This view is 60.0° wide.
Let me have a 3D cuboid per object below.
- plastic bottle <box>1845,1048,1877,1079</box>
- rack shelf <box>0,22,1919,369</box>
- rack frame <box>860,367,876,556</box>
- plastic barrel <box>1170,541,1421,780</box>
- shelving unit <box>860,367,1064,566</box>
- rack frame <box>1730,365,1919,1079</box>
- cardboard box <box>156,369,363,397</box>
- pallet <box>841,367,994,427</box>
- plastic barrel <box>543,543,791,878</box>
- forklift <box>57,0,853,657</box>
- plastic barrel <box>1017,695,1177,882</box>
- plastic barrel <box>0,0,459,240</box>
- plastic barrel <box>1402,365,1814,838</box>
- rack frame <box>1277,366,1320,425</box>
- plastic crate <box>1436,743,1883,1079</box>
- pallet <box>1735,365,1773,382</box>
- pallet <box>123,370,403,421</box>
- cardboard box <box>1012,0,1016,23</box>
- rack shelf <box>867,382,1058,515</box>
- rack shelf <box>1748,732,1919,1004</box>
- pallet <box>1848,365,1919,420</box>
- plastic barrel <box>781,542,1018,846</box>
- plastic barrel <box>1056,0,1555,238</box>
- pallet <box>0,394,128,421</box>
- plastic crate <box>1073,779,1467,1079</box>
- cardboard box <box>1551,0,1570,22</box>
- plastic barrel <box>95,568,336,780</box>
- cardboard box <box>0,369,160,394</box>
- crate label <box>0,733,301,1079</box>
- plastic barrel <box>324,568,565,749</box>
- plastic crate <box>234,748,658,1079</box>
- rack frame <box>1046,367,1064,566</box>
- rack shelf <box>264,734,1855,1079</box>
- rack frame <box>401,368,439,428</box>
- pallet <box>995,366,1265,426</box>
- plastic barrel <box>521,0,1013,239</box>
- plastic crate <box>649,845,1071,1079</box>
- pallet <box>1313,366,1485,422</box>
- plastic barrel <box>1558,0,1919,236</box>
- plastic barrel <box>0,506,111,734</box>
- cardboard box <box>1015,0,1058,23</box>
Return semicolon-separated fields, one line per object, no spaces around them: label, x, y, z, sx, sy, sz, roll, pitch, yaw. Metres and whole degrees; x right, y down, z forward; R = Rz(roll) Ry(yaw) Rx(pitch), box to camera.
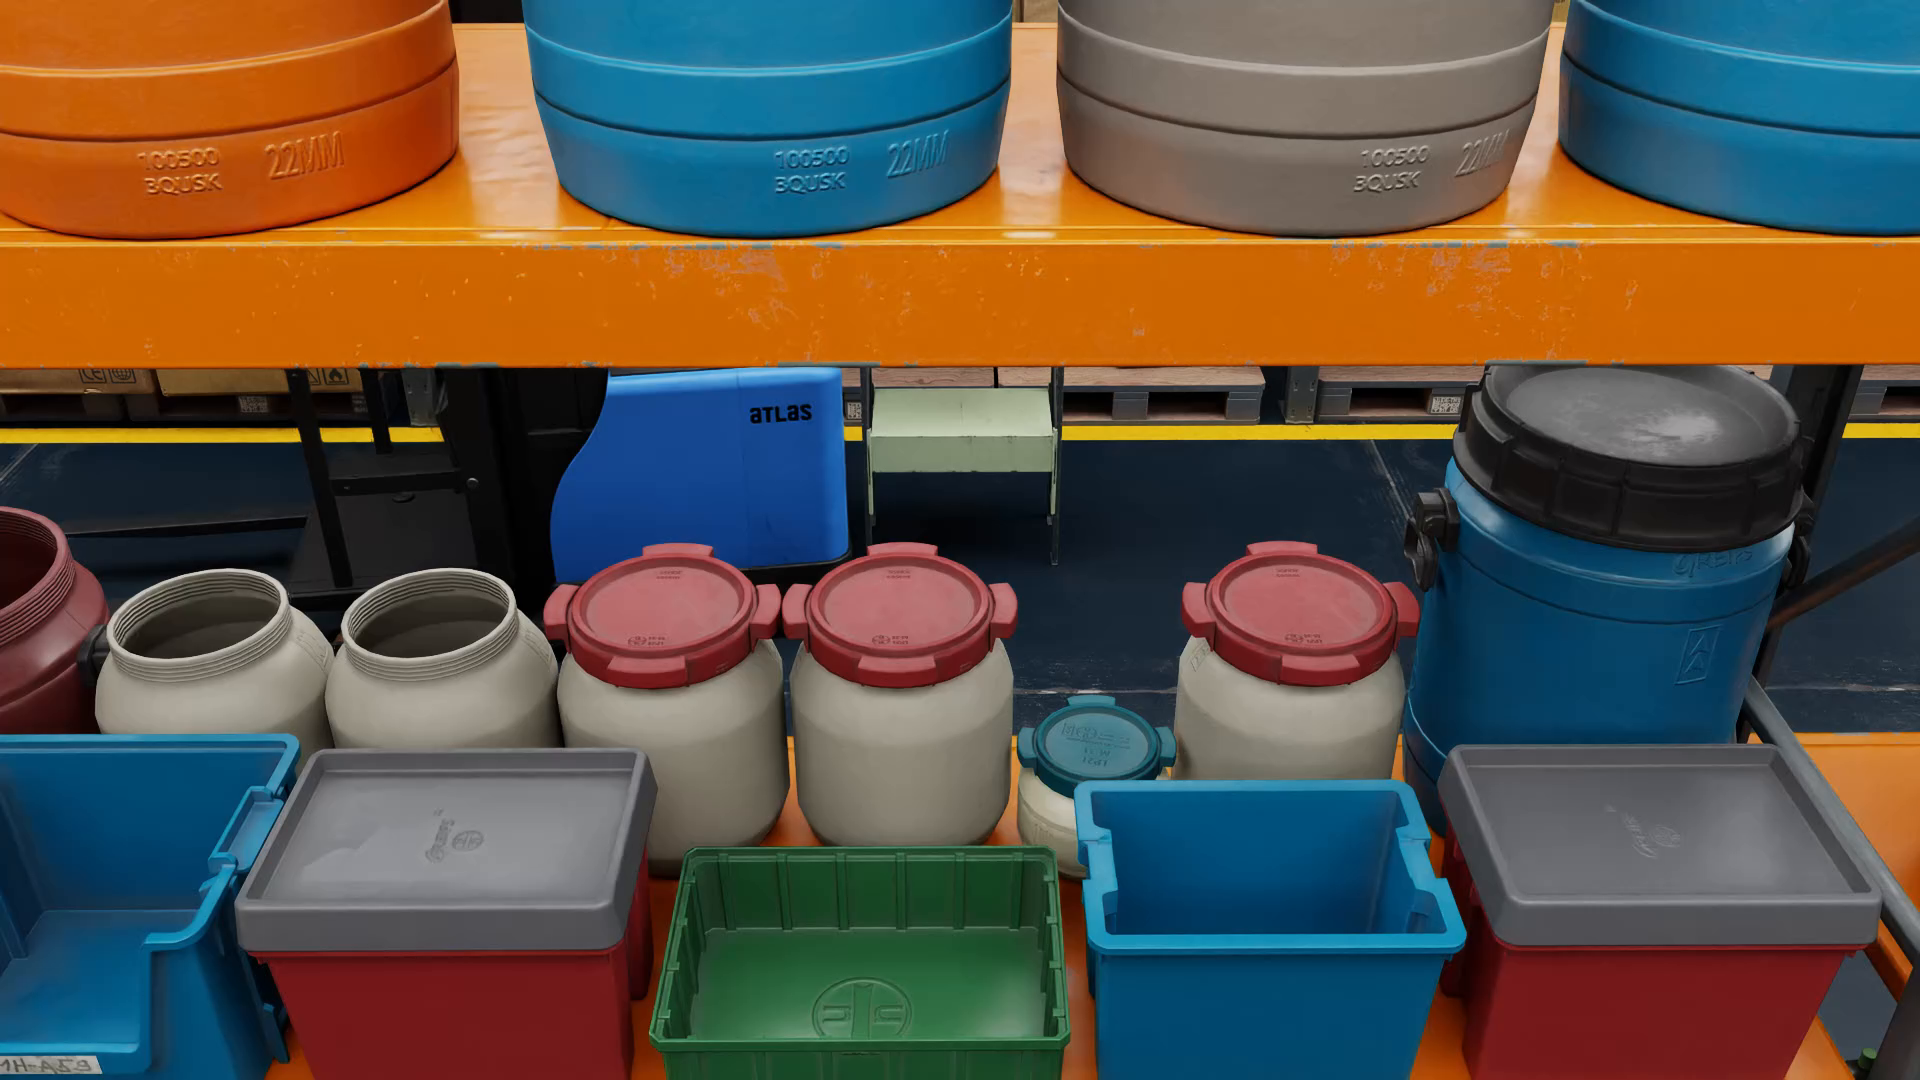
plastic bottle;2.061;1.303;3.905;0.133;0.283;0.061;1;31;2
rack shelf;-0.418;-0.466;2.429;4.000;0.370;1.077;0;31;0
rack frame;-0.359;-0.640;6.359;0.023;1.500;0.400;0;31;0
plastic barrel;0.624;0.333;3.178;0.433;0.535;0.433;0;31;0
shelving unit;0.007;-0.641;6.361;0.755;1.500;0.431;0;31;0
rack frame;1.582;0.501;3.033;0.053;2.616;0.949;0;31;0
cardboard box;-3.138;-1.334;7.701;0.875;0.875;1.225;-2;31;-3
pallet;-0.450;-0.866;7.974;1.213;0.211;1.003;0;31;0
plastic barrel;-0.543;0.337;3.172;0.433;0.535;0.433;0;31;0
forklift;-1.958;-1.062;5.675;3.031;2.935;1.130;-5;32;-7
plastic barrel;0.257;0.486;3.191;0.301;0.262;0.301;0;31;0
plastic barrel;-0.942;-0.843;1.942;0.708;0.830;0.600;0;31;0
plastic barrel;1.193;0.132;3.157;0.708;0.901;0.600;0;31;0
rack frame;1.552;-2.067;7.265;0.127;3.000;1.000;0;31;0
plastic crate;1.099;0.635;2.750;0.583;0.464;0.402;0;31;0
pallet;3.446;-0.900;8.031;1.213;0.211;1.003;0;31;0
pallet;-3.237;-0.899;8.028;1.213;0.211;1.003;0;31;0
cardboard box;0.038;-3.808;11.899;0.750;0.750;1.050;0;31;0
rack shelf;0.007;-0.363;6.530;0.720;0.370;0.431;0;31;0
rack shelf;3.582;0.804;3.227;4.000;0.370;1.077;0;31;0
pallet;4.663;-0.903;8.034;1.213;0.211;1.003;0;31;0
plastic barrel;-0.110;0.336;3.174;0.433;0.535;0.433;0;31;0
plastic barrel;0.420;-0.878;1.931;0.600;0.901;0.600;0;31;0
pallet;-4.454;-0.896;8.024;1.213;0.211;1.003;0;31;0
plastic crate;0.480;0.674;2.763;0.575;0.384;0.392;0;31;0
cardboard box;2.502;-2.189;7.084;0.500;0.500;0.875;0;31;0
plastic barrel;-1.391;0.353;3.169;0.421;0.512;0.421;0;31;0
cardboard box;-4.030;-1.335;7.703;0.875;0.875;1.225;0;31;0
crate label;-1.423;0.637;2.775;0.616;0.435;0.502;0;31;0
plastic barrel;-0.970;0.352;3.171;0.421;0.512;0.421;0;31;0
plastic crate;-0.801;0.641;2.740;0.583;0.464;0.402;0;31;0
rack frame;0.373;-0.642;6.363;0.023;1.500;0.400;0;31;0
rack shelf;-0.418;0.816;3.207;4.000;0.370;1.077;0;31;0
rack frame;-2.448;-2.054;7.244;0.127;3.000;1.000;0;31;0
pallet;0.773;-0.872;7.983;1.213;0.211;1.003;0;31;0
plastic barrel;-0.234;-0.876;1.927;0.708;0.901;0.600;0;31;0
plastic crate;-0.158;0.745;2.835;0.662;0.188;0.450;0;31;0
pallet;2.223;-0.895;8.022;1.213;0.211;1.003;0;31;0
plastic barrel;1.074;-0.880;1.934;0.708;0.901;0.600;0;31;0
plastic barrel;-1.956;0.298;3.236;0.708;0.536;0.600;0;31;0
cardboard box;0.756;-2.573;7.116;1.000;1.000;1.000;0;31;0
